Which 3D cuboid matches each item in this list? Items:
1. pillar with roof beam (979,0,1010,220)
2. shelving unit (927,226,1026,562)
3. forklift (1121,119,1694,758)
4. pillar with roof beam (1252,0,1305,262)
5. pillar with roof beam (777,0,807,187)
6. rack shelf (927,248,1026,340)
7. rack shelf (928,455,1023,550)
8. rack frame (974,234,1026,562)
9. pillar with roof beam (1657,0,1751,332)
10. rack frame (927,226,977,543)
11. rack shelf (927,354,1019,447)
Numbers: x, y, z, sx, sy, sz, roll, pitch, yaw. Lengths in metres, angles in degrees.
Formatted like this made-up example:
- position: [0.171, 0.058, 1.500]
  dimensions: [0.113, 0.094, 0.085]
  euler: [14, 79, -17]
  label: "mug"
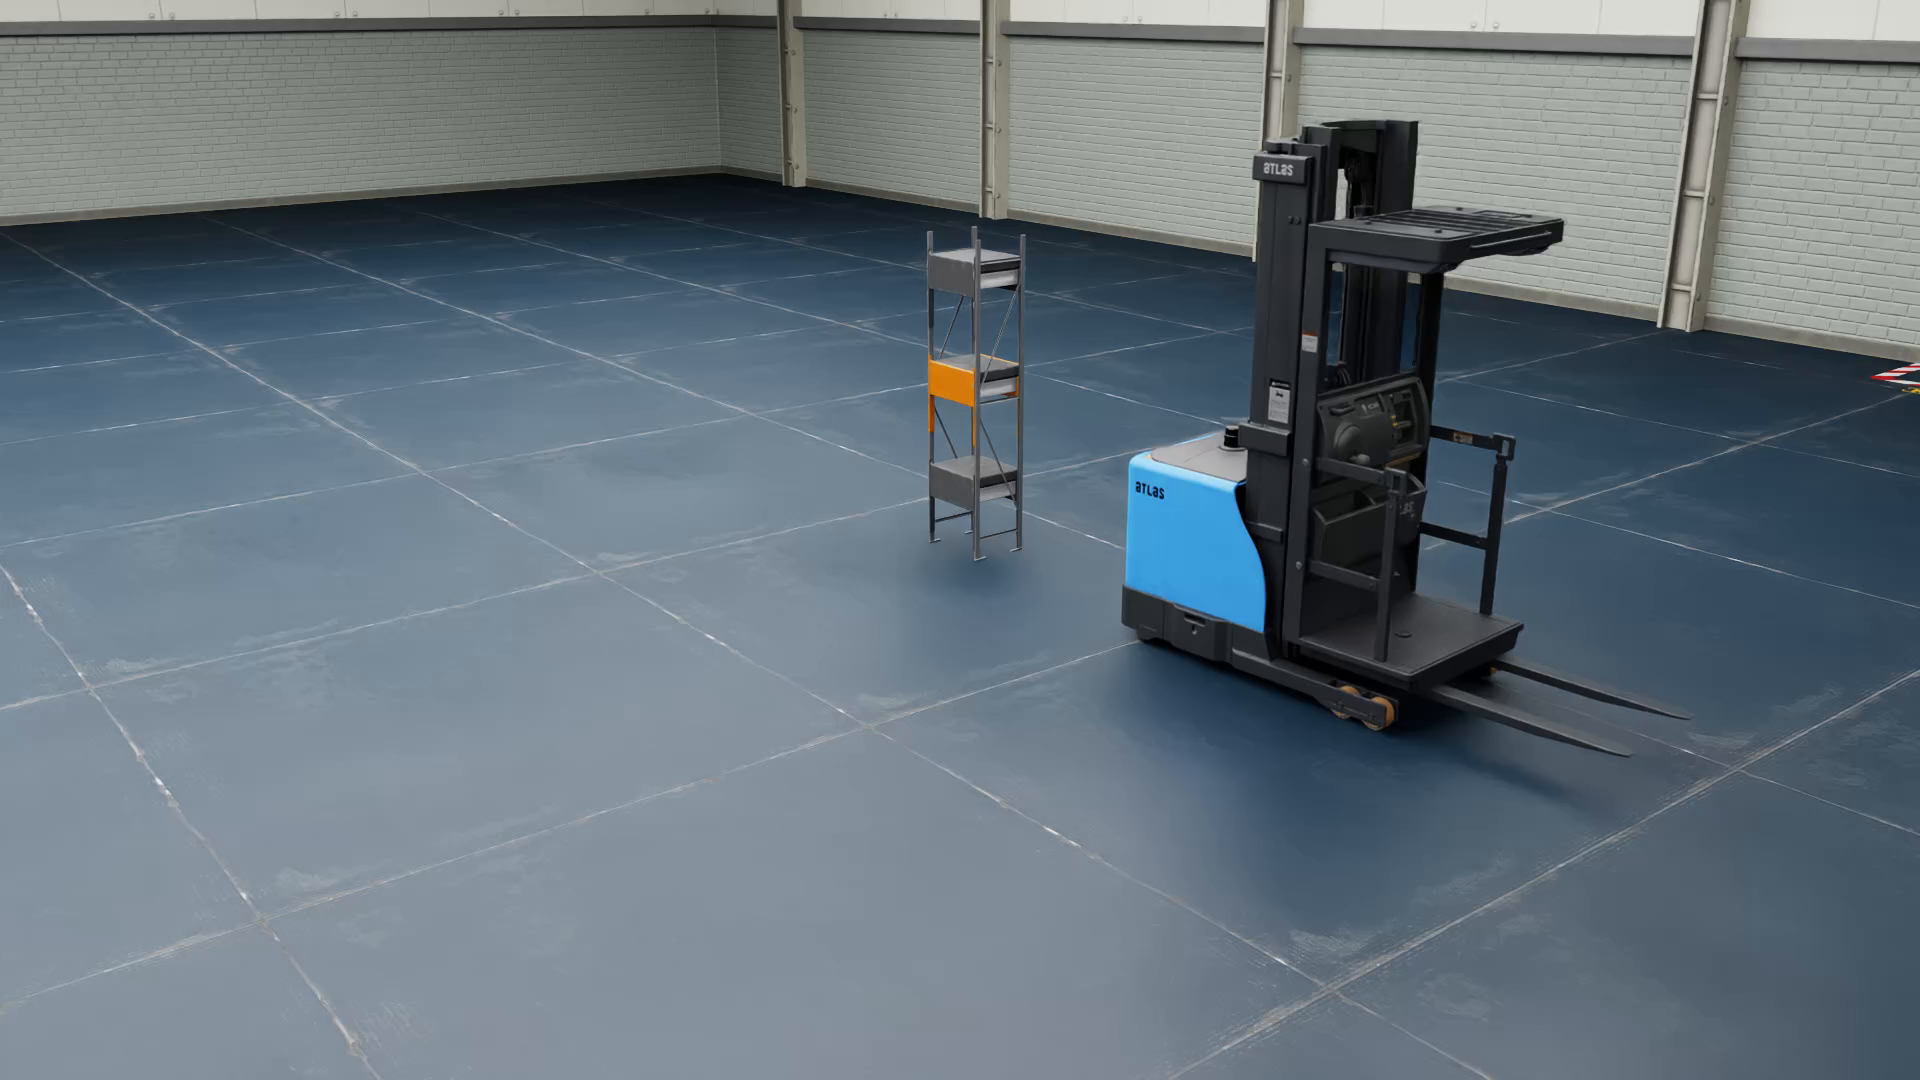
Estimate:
- position: [-2.817, -8.748, 23.466]
  dimensions: [9.100, 9.000, 0.400]
  euler: [-14, 23, -36]
  label: "pillar with roof beam"
- position: [0.103, -0.956, 10.909]
  dimensions: [0.431, 2.100, 0.503]
  euler: [-14, 23, -36]
  label: "shelving unit"
- position: [2.302, -0.606, 8.530]
  dimensions: [1.130, 2.935, 3.031]
  euler: [-16, 24, -40]
  label: "forklift"
- position: [0.909, -7.270, 19.001]
  dimensions: [9.100, 9.000, 0.400]
  euler: [-14, 23, -36]
  label: "pillar with roof beam"
- position: [-6.542, -10.227, 27.931]
  dimensions: [9.100, 9.000, 0.400]
  euler: [-14, 23, -36]
  label: "pillar with roof beam"
- position: [0.103, -1.608, 10.693]
  dimensions: [0.431, 0.518, 0.480]
  euler: [-14, 23, -36]
  label: "rack shelf"
- position: [0.103, -0.279, 11.134]
  dimensions: [0.431, 0.518, 0.480]
  euler: [-14, 23, -36]
  label: "rack shelf"
- position: [0.254, -0.896, 10.728]
  dimensions: [0.400, 2.100, 0.015]
  euler: [-14, 23, -36]
  label: "rack frame"
- position: [4.634, -5.791, 14.536]
  dimensions: [9.100, 9.000, 0.400]
  euler: [-14, 23, -36]
  label: "pillar with roof beam"
- position: [-0.049, -1.016, 11.091]
  dimensions: [0.400, 2.100, 0.015]
  euler: [-14, 23, -36]
  label: "rack frame"
- position: [0.103, -0.943, 10.914]
  dimensions: [0.431, 0.518, 0.480]
  euler: [-14, 23, -36]
  label: "rack shelf"
